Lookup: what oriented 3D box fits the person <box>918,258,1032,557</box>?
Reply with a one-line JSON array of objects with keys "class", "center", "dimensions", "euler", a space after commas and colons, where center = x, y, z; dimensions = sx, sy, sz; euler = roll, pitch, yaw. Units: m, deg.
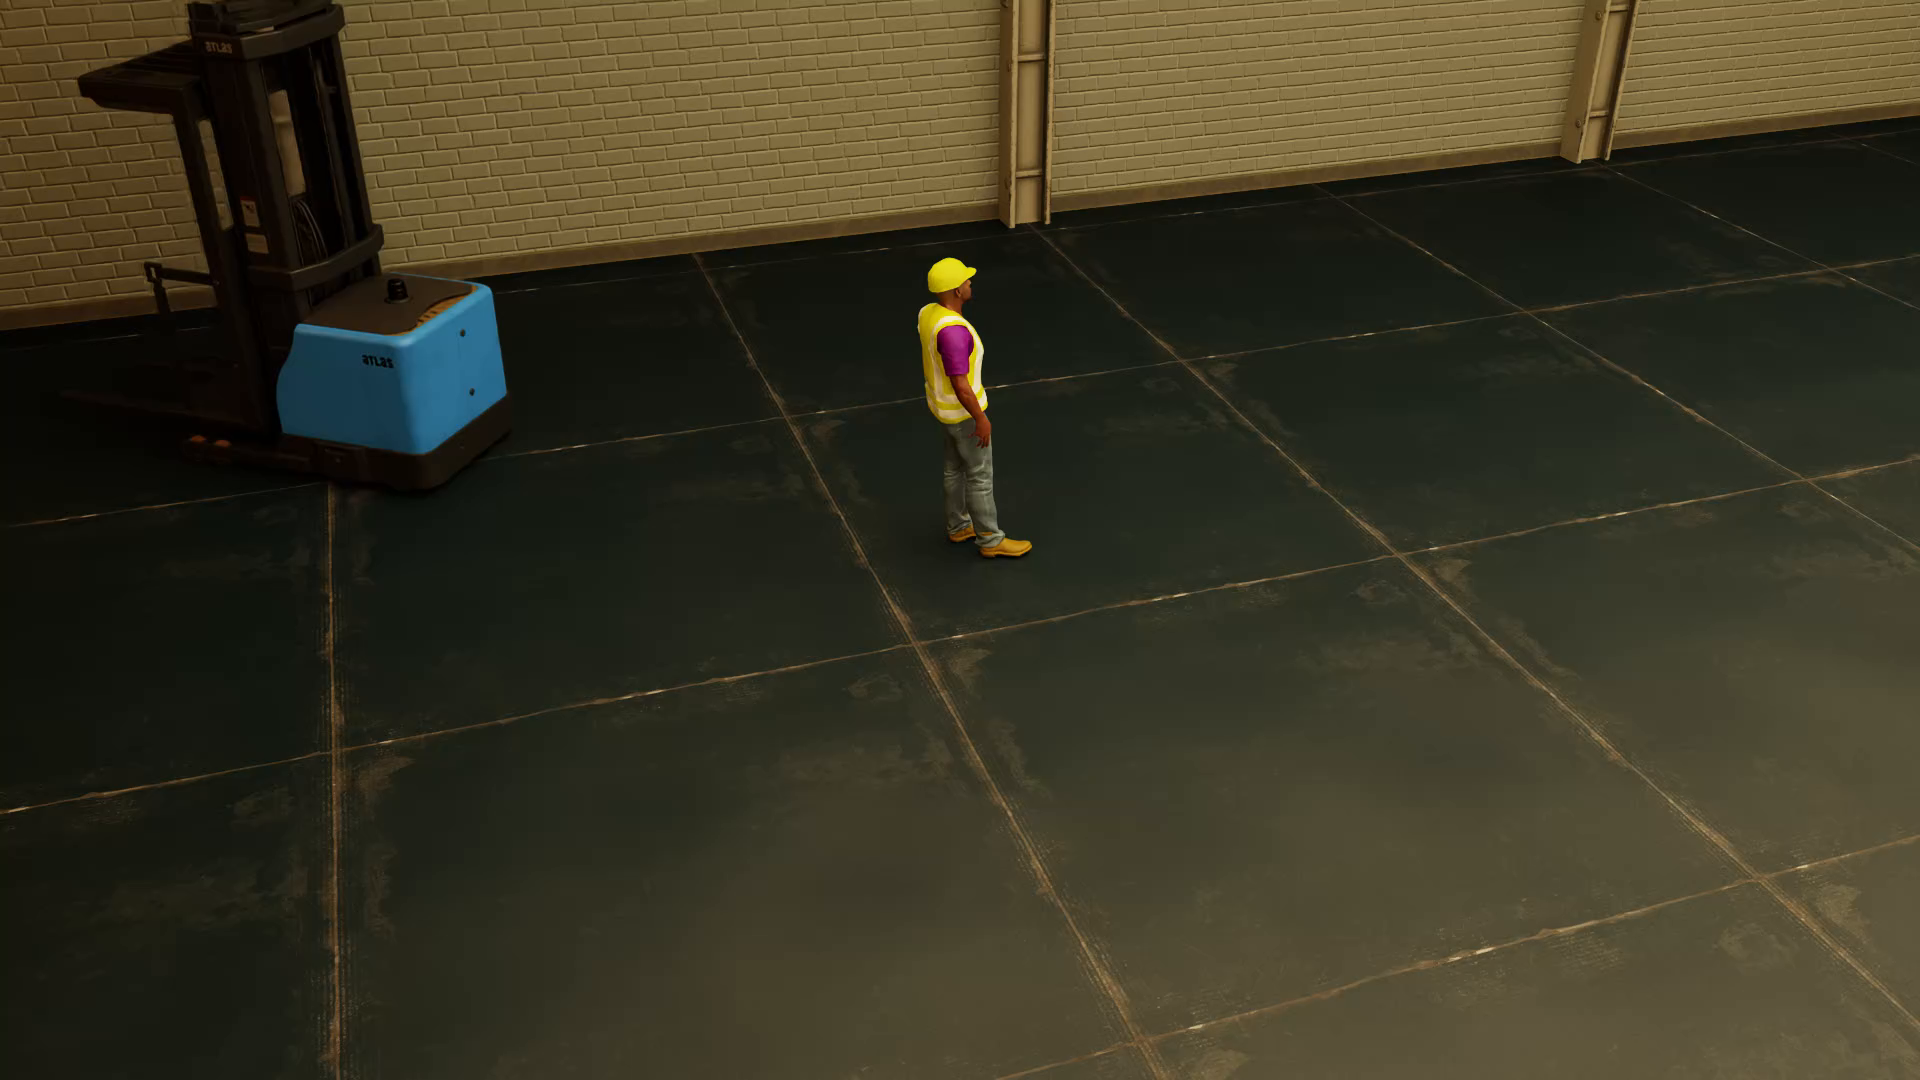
[{"class": "person", "center": [0.068, -0.780, 9.597], "dimensions": [0.575, 1.768, 0.666], "euler": [-10, 31, -16]}]

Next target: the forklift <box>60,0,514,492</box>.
[{"class": "forklift", "center": [-4.583, -1.996, 10.556], "dimensions": [3.031, 2.935, 1.130], "euler": [9, 31, 16]}]
